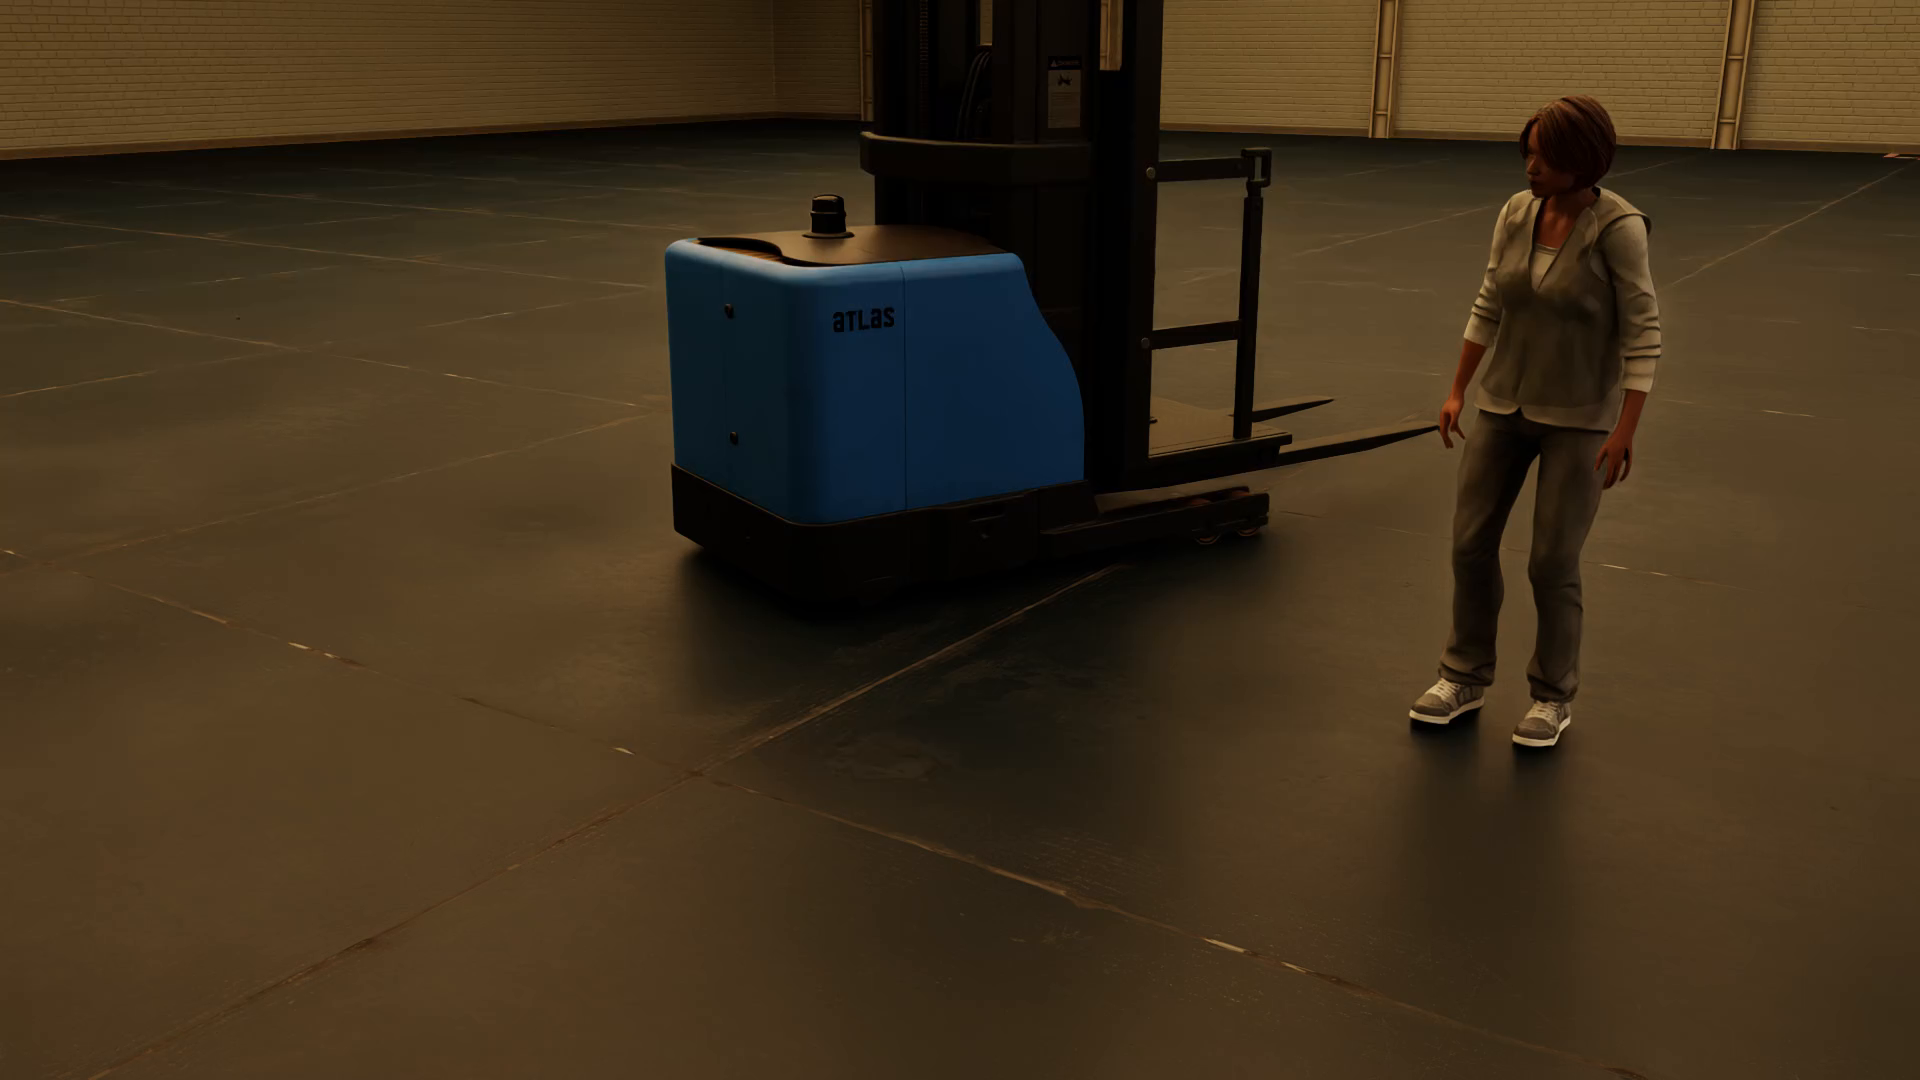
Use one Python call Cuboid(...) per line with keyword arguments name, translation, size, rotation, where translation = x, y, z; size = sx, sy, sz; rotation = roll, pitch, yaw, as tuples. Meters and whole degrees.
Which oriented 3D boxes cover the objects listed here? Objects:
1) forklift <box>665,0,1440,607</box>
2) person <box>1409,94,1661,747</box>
Cuboid(name="forklift", translation=(0.510, -1.500, 5.849), size=(3.031, 2.935, 1.130), rotation=(-11, 20, -32))
Cuboid(name="person", translation=(1.420, -0.276, 4.102), size=(0.371, 1.589, 0.523), rotation=(-14, 22, -40))
